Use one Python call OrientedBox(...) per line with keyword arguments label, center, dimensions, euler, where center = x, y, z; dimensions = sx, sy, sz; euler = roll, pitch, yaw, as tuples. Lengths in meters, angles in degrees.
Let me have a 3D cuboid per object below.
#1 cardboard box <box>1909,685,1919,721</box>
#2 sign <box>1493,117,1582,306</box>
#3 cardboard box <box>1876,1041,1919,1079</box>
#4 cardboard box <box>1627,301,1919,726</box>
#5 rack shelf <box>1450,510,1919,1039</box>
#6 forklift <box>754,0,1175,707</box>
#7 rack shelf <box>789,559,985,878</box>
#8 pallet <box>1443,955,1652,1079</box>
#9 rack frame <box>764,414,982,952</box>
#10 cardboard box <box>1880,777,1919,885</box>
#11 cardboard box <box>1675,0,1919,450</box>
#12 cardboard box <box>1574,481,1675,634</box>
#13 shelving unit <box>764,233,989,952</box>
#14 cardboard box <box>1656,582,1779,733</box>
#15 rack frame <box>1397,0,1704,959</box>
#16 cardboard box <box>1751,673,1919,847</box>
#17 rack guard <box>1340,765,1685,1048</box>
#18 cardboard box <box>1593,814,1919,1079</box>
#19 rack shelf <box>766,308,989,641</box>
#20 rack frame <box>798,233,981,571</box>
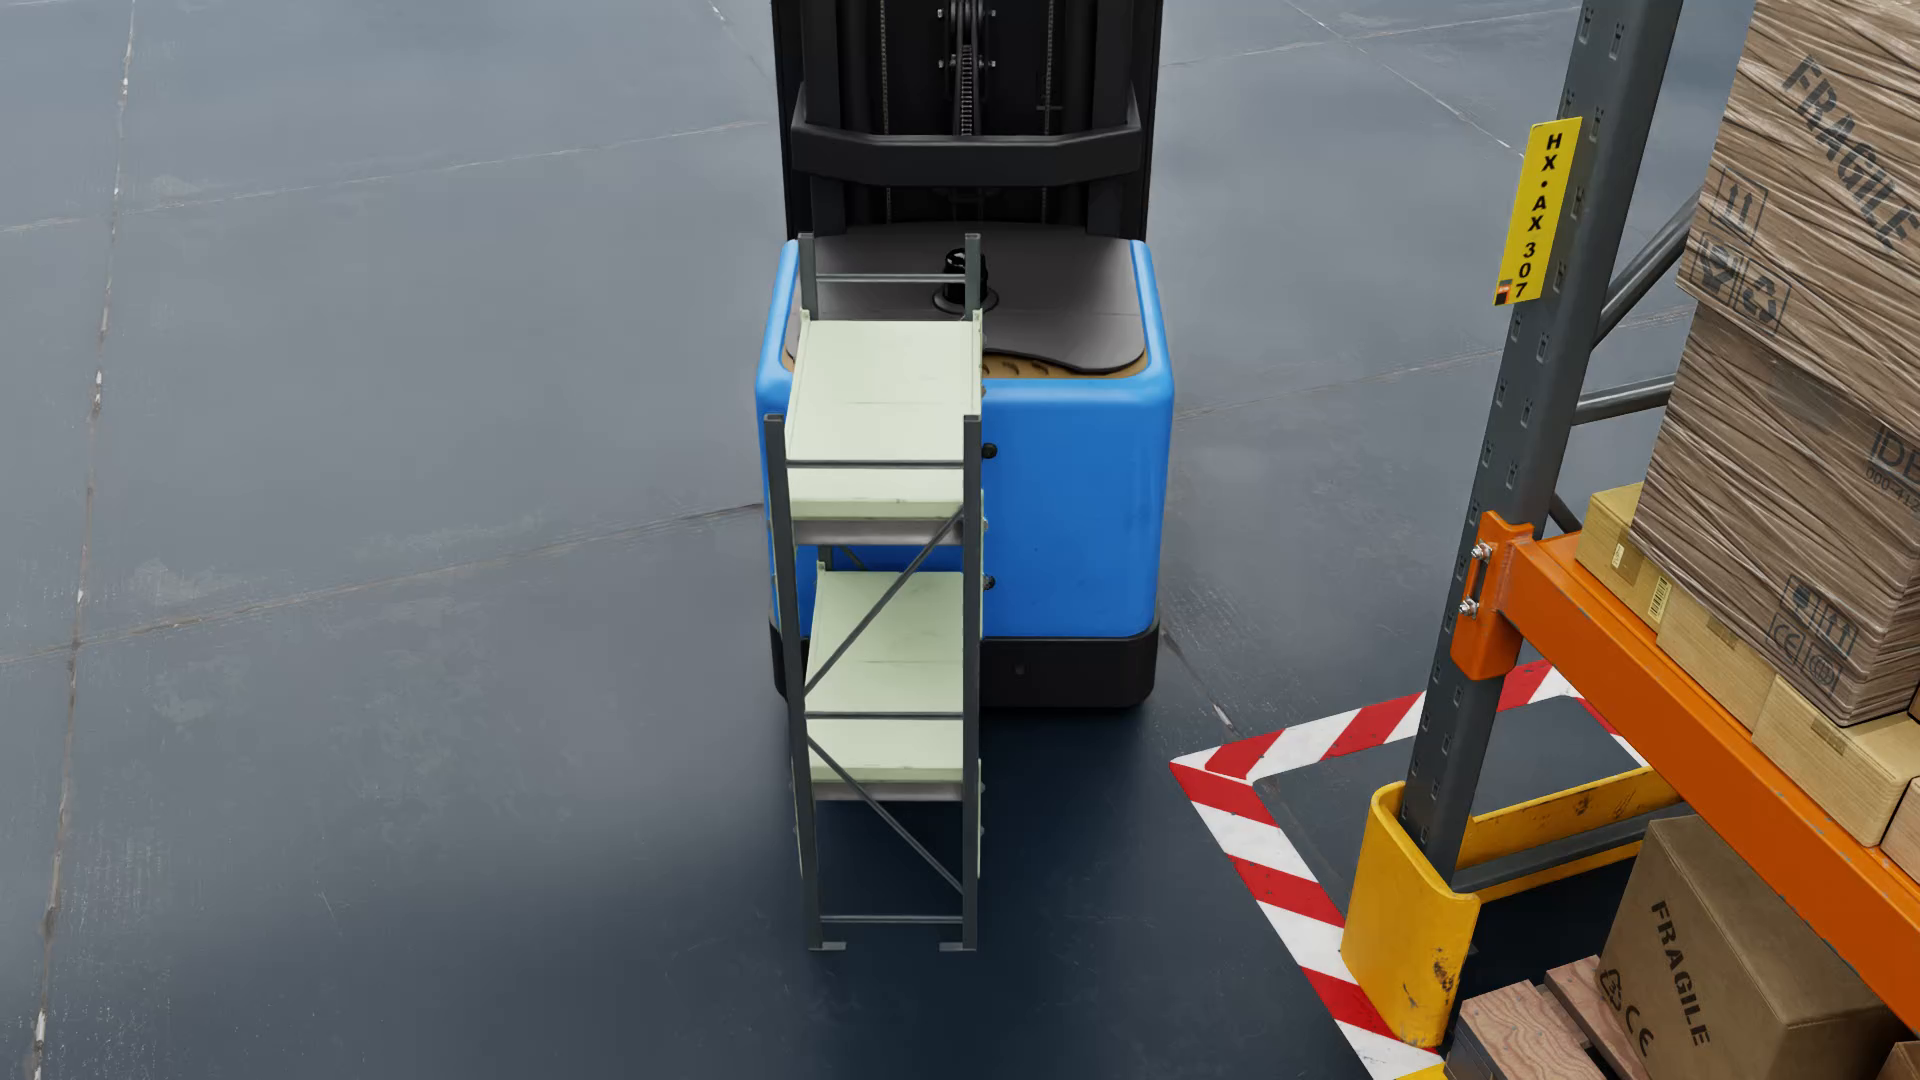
OrientedBox(label="cardboard box", center=(1.914, 0.109, 2.282), dimensions=(0.875, 0.500, 0.500), euler=(-12, 39, -16))
OrientedBox(label="sign", center=(0.957, -0.539, 2.754), dimensions=(0.100, 0.325, 0.005), euler=(-12, 39, -16))
OrientedBox(label="cardboard box", center=(1.903, 1.211, 2.877), dimensions=(0.500, 0.500, 0.500), euler=(-3, 37, -4))
OrientedBox(label="cardboard box", center=(1.630, -0.148, 2.624), dimensions=(0.875, 0.500, 0.500), euler=(-12, 39, -16))
OrientedBox(label="rack shelf", center=(2.155, 1.111, 1.880), dimensions=(1.077, 0.370, 4.000), euler=(-12, 39, -16))
OrientedBox(label="forklift", center=(0.021, -1.570, 4.898), dimensions=(1.130, 2.935, 3.031), euler=(0, 37, 0))
OrientedBox(label="rack shelf", center=(-0.157, 0.413, 3.996), dimensions=(0.431, 0.370, 0.720), euler=(0, 37, 0))
OrientedBox(label="pallet", center=(1.739, 1.317, 3.326), dimensions=(1.003, 0.211, 1.213), euler=(-12, 39, -16))
OrientedBox(label="rack frame", center=(-0.160, 0.373, 3.508), dimensions=(0.400, 1.500, 0.023), euler=(0, 37, 0))
OrientedBox(label="cardboard box", center=(1.586, 0.431, 2.393), dimensions=(0.380, 0.149, 0.250), euler=(-12, 39, -16))
OrientedBox(label="cardboard box", center=(1.400, -0.497, 2.255), dimensions=(0.500, 0.500, 0.500), euler=(-12, 39, -16))
OrientedBox(label="cardboard box", center=(1.341, 0.005, 2.960), dimensions=(0.380, 0.149, 0.250), euler=(-12, 39, -16))
OrientedBox(label="shelving unit", center=(-0.157, 0.153, 3.800), dimensions=(0.431, 1.500, 0.755), euler=(0, 37, 0))
OrientedBox(label="cardboard box", center=(1.409, 0.150, 2.767), dimensions=(0.380, 0.149, 0.250), euler=(-12, 39, -16))
OrientedBox(label="rack frame", center=(1.466, -0.306, 3.163), dimensions=(1.000, 3.000, 0.127), euler=(-12, 39, -16))
OrientedBox(label="cardboard box", center=(1.481, 0.294, 2.575), dimensions=(0.380, 0.149, 0.250), euler=(-12, 39, -16))
OrientedBox(label="rack guard", center=(1.492, 0.735, 3.858), dimensions=(1.175, 0.500, 0.348), euler=(-12, 39, -16))
OrientedBox(label="cardboard box", center=(1.665, 0.881, 3.316), dimensions=(0.500, 0.500, 0.500), euler=(-6, 37, -7))
OrientedBox(label="rack shelf", center=(-0.157, -0.159, 3.565), dimensions=(0.431, 0.370, 0.720), euler=(0, 37, 0))
OrientedBox(label="rack frame", center=(-0.155, -0.068, 4.092), dimensions=(0.400, 1.500, 0.023), euler=(0, 37, 0))
